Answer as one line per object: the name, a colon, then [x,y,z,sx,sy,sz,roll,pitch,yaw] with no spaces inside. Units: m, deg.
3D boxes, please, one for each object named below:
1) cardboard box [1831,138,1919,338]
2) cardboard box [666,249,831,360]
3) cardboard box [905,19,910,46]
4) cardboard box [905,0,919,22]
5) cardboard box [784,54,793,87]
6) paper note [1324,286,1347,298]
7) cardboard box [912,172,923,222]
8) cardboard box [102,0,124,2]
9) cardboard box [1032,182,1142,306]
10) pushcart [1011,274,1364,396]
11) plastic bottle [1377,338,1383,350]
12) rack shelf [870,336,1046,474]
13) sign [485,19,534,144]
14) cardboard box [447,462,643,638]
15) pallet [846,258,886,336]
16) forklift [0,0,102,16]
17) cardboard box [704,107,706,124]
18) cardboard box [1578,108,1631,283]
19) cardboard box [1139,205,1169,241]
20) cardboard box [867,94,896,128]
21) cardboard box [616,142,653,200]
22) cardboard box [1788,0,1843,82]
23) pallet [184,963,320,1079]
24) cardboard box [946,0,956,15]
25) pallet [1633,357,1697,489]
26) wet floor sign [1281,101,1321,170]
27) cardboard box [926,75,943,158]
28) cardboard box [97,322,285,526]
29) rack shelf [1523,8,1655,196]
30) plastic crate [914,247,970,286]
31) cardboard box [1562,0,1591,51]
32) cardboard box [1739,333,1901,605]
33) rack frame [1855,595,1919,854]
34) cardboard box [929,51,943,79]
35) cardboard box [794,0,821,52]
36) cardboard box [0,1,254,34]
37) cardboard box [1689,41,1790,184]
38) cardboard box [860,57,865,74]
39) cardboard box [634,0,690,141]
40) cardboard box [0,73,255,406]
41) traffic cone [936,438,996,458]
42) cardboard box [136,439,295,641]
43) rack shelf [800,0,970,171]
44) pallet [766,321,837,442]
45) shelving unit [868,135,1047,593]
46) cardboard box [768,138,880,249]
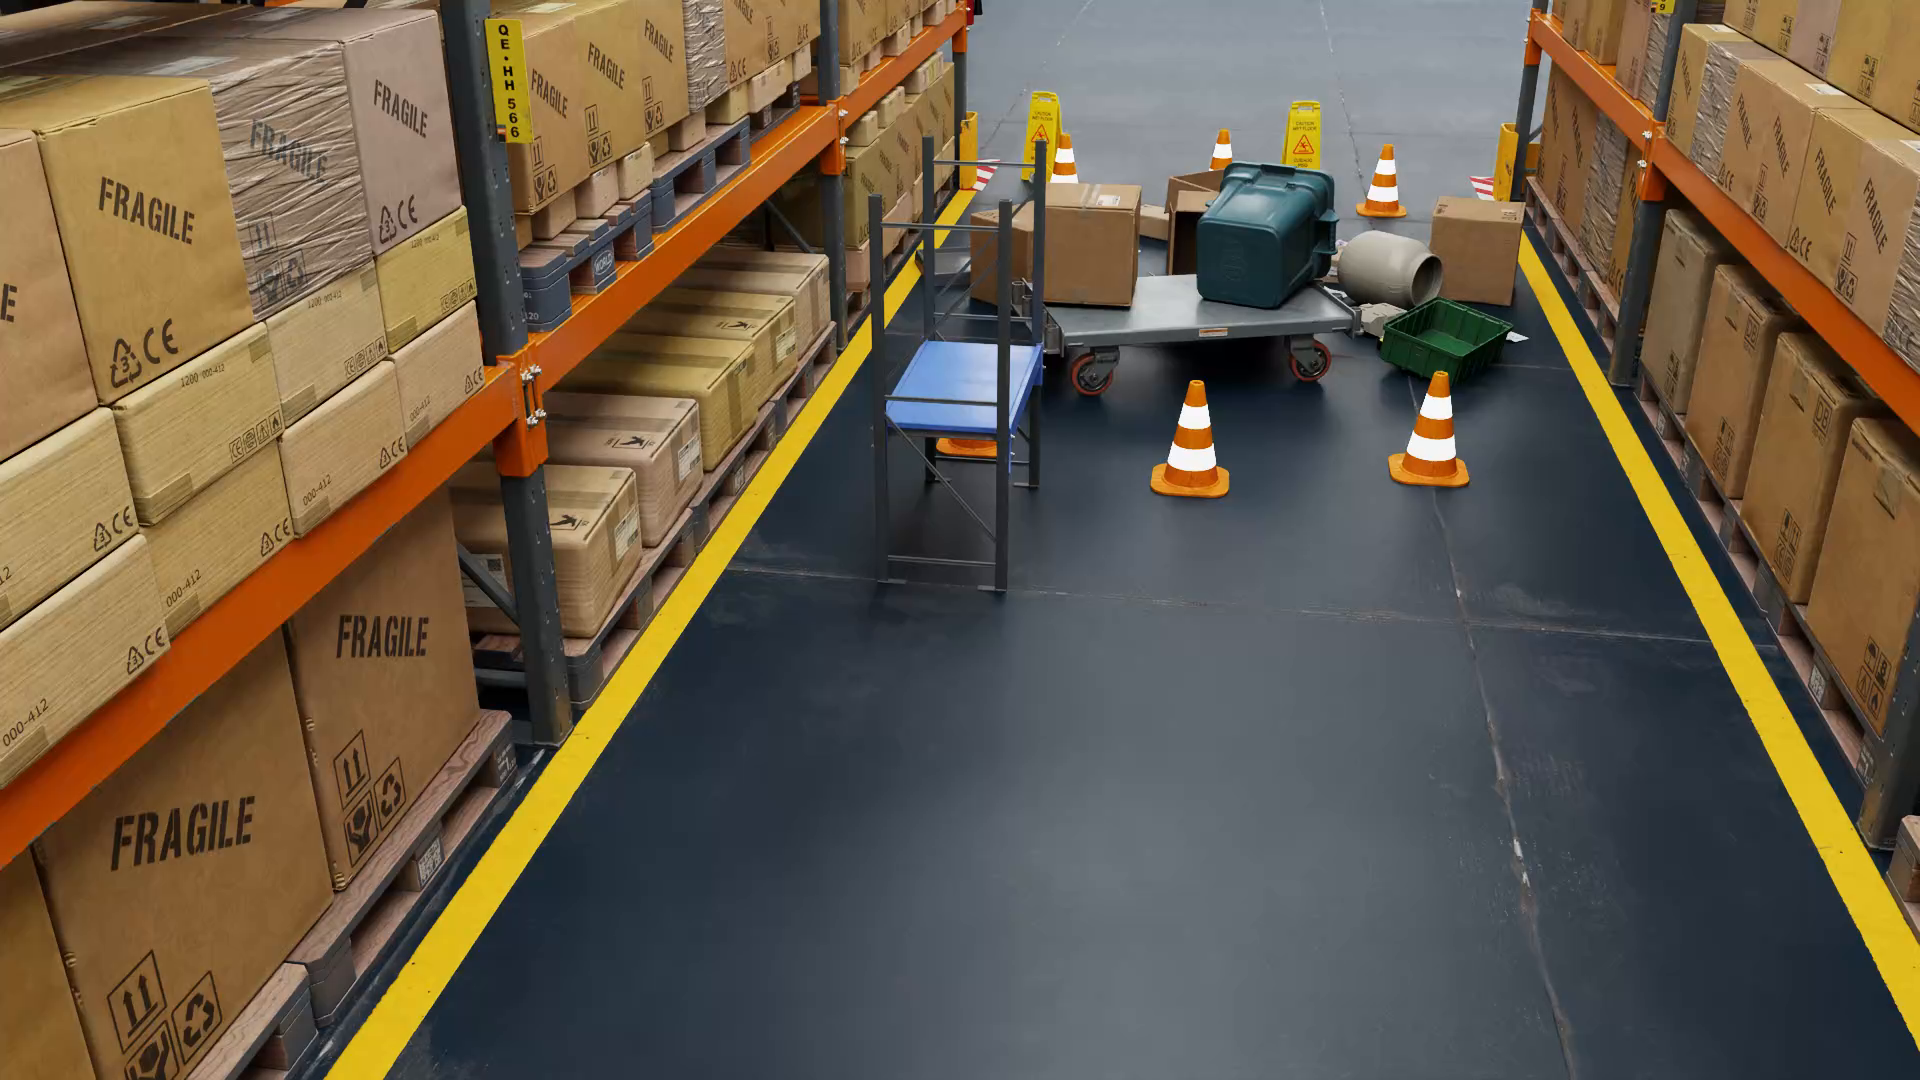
cardboard box: [3.029,-0.908,5.033,0.500,0.500,0.500,4,25,9]
cardboard box: [-1.192,-1.201,8.382,0.950,0.372,0.625,4,25,9]
cardboard box: [-0.509,-3.058,10.041,0.380,0.149,0.250,4,25,8]
cardboard box: [-0.545,-3.398,10.003,0.500,0.500,0.500,4,25,9]
cardboard box: [-0.981,-2.153,7.613,0.380,0.149,0.250,3,25,7]
paper note: [2.208,-1.466,9.856,0.172,0.023,0.155,13,28,26]
cardboard box: [-0.494,-2.246,10.758,0.500,0.250,0.500,3,25,7]
cardboard box: [-5.525,-3.406,10.371,0.500,0.500,0.500,4,25,8]
cardboard box: [0.653,-1.520,8.515,0.500,0.500,0.500,4,25,9]
pushcart: [1.149,-1.096,8.646,1.648,0.377,0.936,-5,25,-10]
plastic bottle: [2.348,-1.009,8.833,0.133,0.061,0.283,-9,27,-19]
rack shelf: [0.014,-0.552,6.585,0.538,0.185,1.000,4,25,9]
sign: [-1.214,-1.235,4.484,0.100,0.325,0.005,4,25,9]
cardboard box: [-1.660,0.017,5.780,0.950,0.372,0.625,2,25,5]
pallet: [-1.034,-1.441,9.579,1.003,0.211,1.213,4,25,9]
forklift: [-3.114,-1.287,6.041,1.130,2.935,3.031,4,25,9]
cardboard box: [-1.246,-1.734,6.717,0.380,0.149,0.250,3,25,7]
cardboard box: [4.107,-1.983,9.459,0.875,0.875,0.875,4,25,9]
cardboard box: [1.324,-2.114,11.092,0.380,0.149,0.250,19,31,35]
cardboard box: [-0.584,-2.490,9.629,0.380,0.149,0.250,5,26,11]
cardboard box: [-1.291,-1.288,5.764,0.380,0.149,0.250,4,25,9]
cardboard box: [3.551,-1.983,6.151,0.700,0.500,0.500,4,25,9]
pallet: [-2.167,1.349,3.620,1.003,0.211,1.213,4,25,9]
cardboard box: [-0.237,-3.695,11.401,0.380,0.149,0.250,4,25,8]
pallet: [3.740,-0.529,7.631,1.003,0.211,1.213,4,25,9]
wet floor sign: [2.497,-2.876,12.132,0.267,0.644,0.232,0,25,-1]
cardboard box: [-0.410,-2.806,11.070,0.500,0.500,0.500,5,26,10]
cardboard box: [-1.734,-0.256,3.345,0.500,0.250,0.500,3,25,7]
rack shelf: [4.118,-2.630,9.680,1.077,0.370,4.000,4,25,9]
plastic crate: [-0.043,-1.698,10.283,0.402,0.080,0.583,-5,25,-10]
cardboard box: [4.146,-3.245,9.968,0.875,0.550,0.550,4,25,9]
cardboard box: [3.466,-0.232,5.867,1.050,0.750,0.750,4,25,9]
rack frame: [3.138,-0.447,4.166,1.000,3.000,0.127,4,25,9]
cardboard box: [-0.322,-3.160,11.062,0.380,0.149,0.250,5,26,10]
cardboard box: [-0.958,-2.581,7.763,0.500,0.500,0.500,4,25,8]
cardboard box: [-2.084,-1.056,4.171,0.500,0.500,0.500,3,25,7]
cardboard box: [3.358,-1.752,6.838,0.500,0.500,0.500,4,25,9]
cardboard box: [-0.737,-2.639,9.145,0.380,0.149,0.250,4,25,8]
cardboard box: [-1.302,-1.731,5.945,0.500,0.500,0.500,4,25,9]
cardboard box: [-1.752,-0.589,3.172,0.500,0.500,0.500,4,25,9]
traffic cone: [0.070,-0.656,7.605,0.336,0.463,0.334,4,25,9]
cardboard box: [-1.755,-0.026,3.444,0.500,0.250,0.500,4,25,8]
rack shelf: [-0.782,-2.931,10.322,1.077,0.370,4.000,4,25,9]
pallet: [-1.234,-0.832,8.278,1.003,0.211,1.213,4,25,9]
shelving unit: [0.014,-0.715,6.508,0.538,1.500,1.048,4,25,9]
cardboard box: [-0.746,-1.933,9.205,0.500,0.500,0.500,5,26,11]
